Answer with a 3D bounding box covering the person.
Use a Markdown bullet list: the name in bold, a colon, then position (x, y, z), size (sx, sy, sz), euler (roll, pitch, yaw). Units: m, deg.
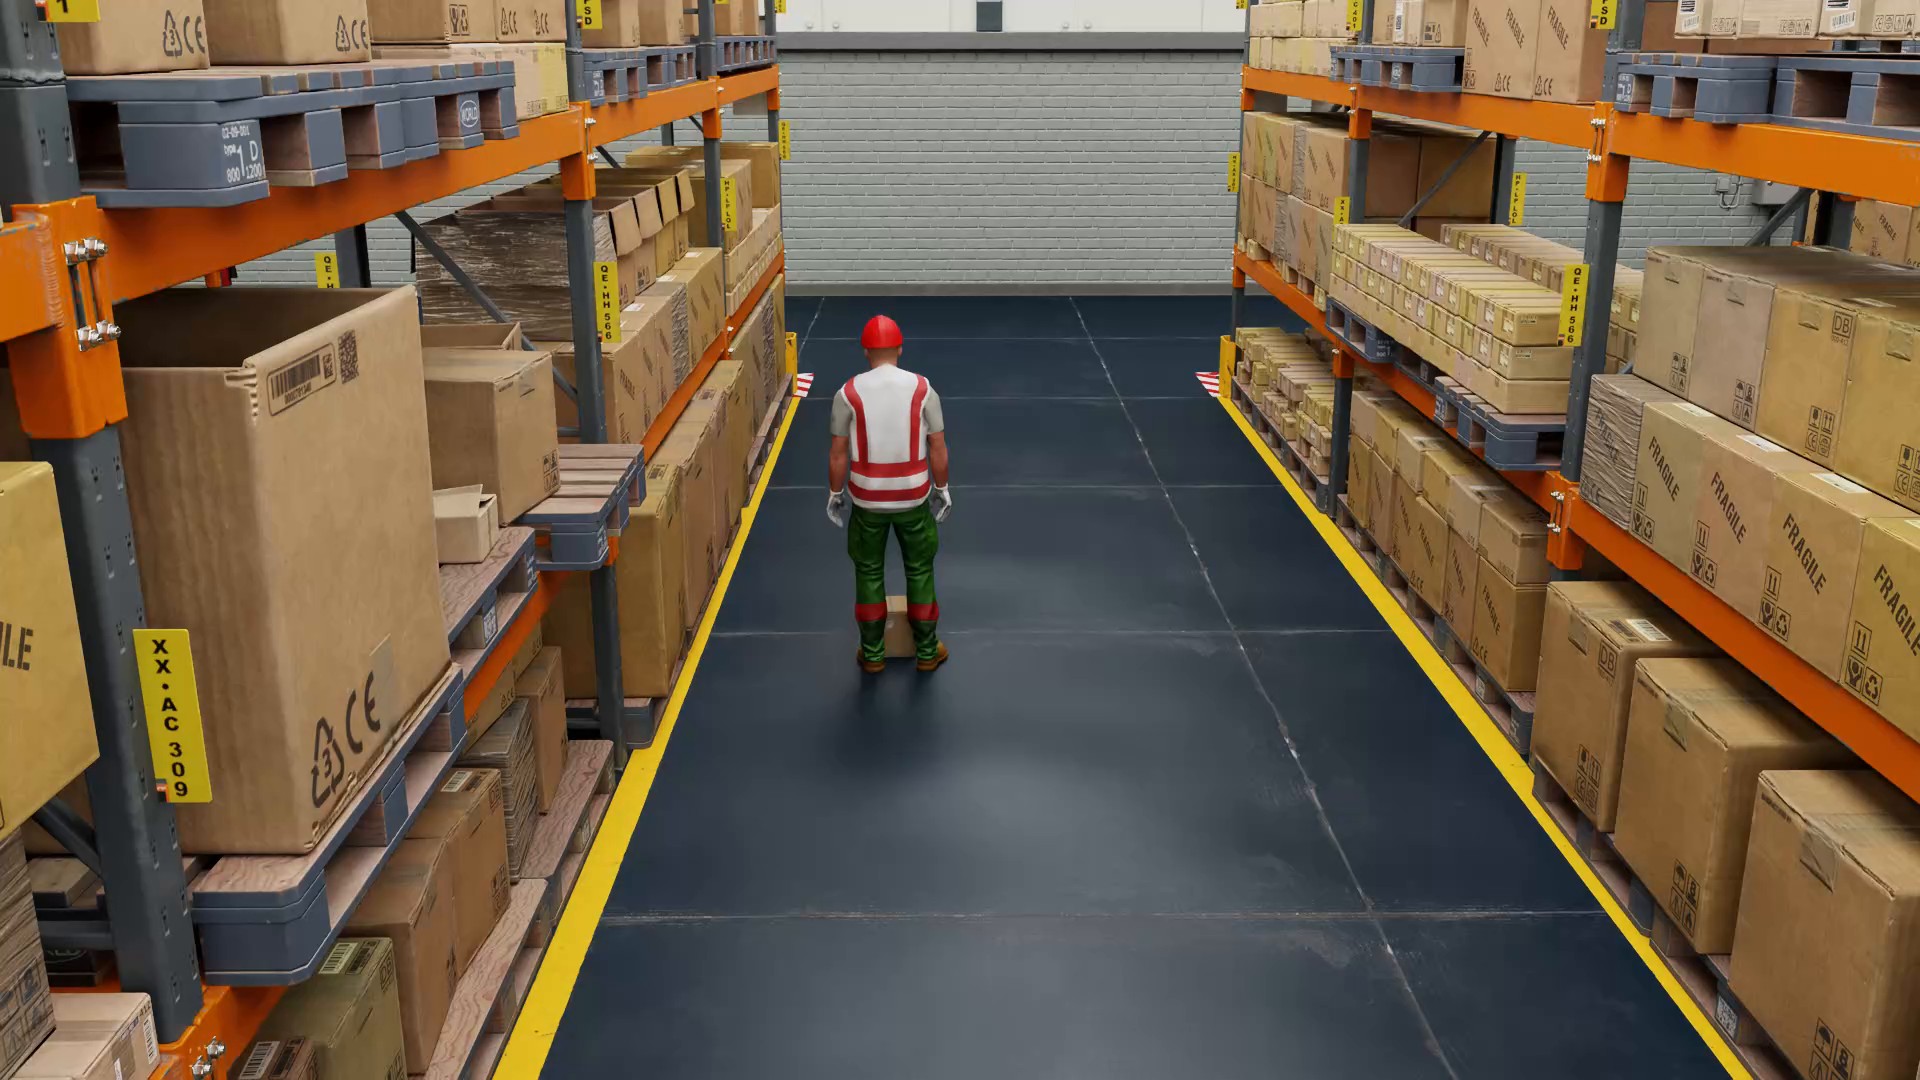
- **person**: position (-0.351, -0.215, 8.223), size (0.619, 1.779, 0.449), euler (-1, 17, -4)
